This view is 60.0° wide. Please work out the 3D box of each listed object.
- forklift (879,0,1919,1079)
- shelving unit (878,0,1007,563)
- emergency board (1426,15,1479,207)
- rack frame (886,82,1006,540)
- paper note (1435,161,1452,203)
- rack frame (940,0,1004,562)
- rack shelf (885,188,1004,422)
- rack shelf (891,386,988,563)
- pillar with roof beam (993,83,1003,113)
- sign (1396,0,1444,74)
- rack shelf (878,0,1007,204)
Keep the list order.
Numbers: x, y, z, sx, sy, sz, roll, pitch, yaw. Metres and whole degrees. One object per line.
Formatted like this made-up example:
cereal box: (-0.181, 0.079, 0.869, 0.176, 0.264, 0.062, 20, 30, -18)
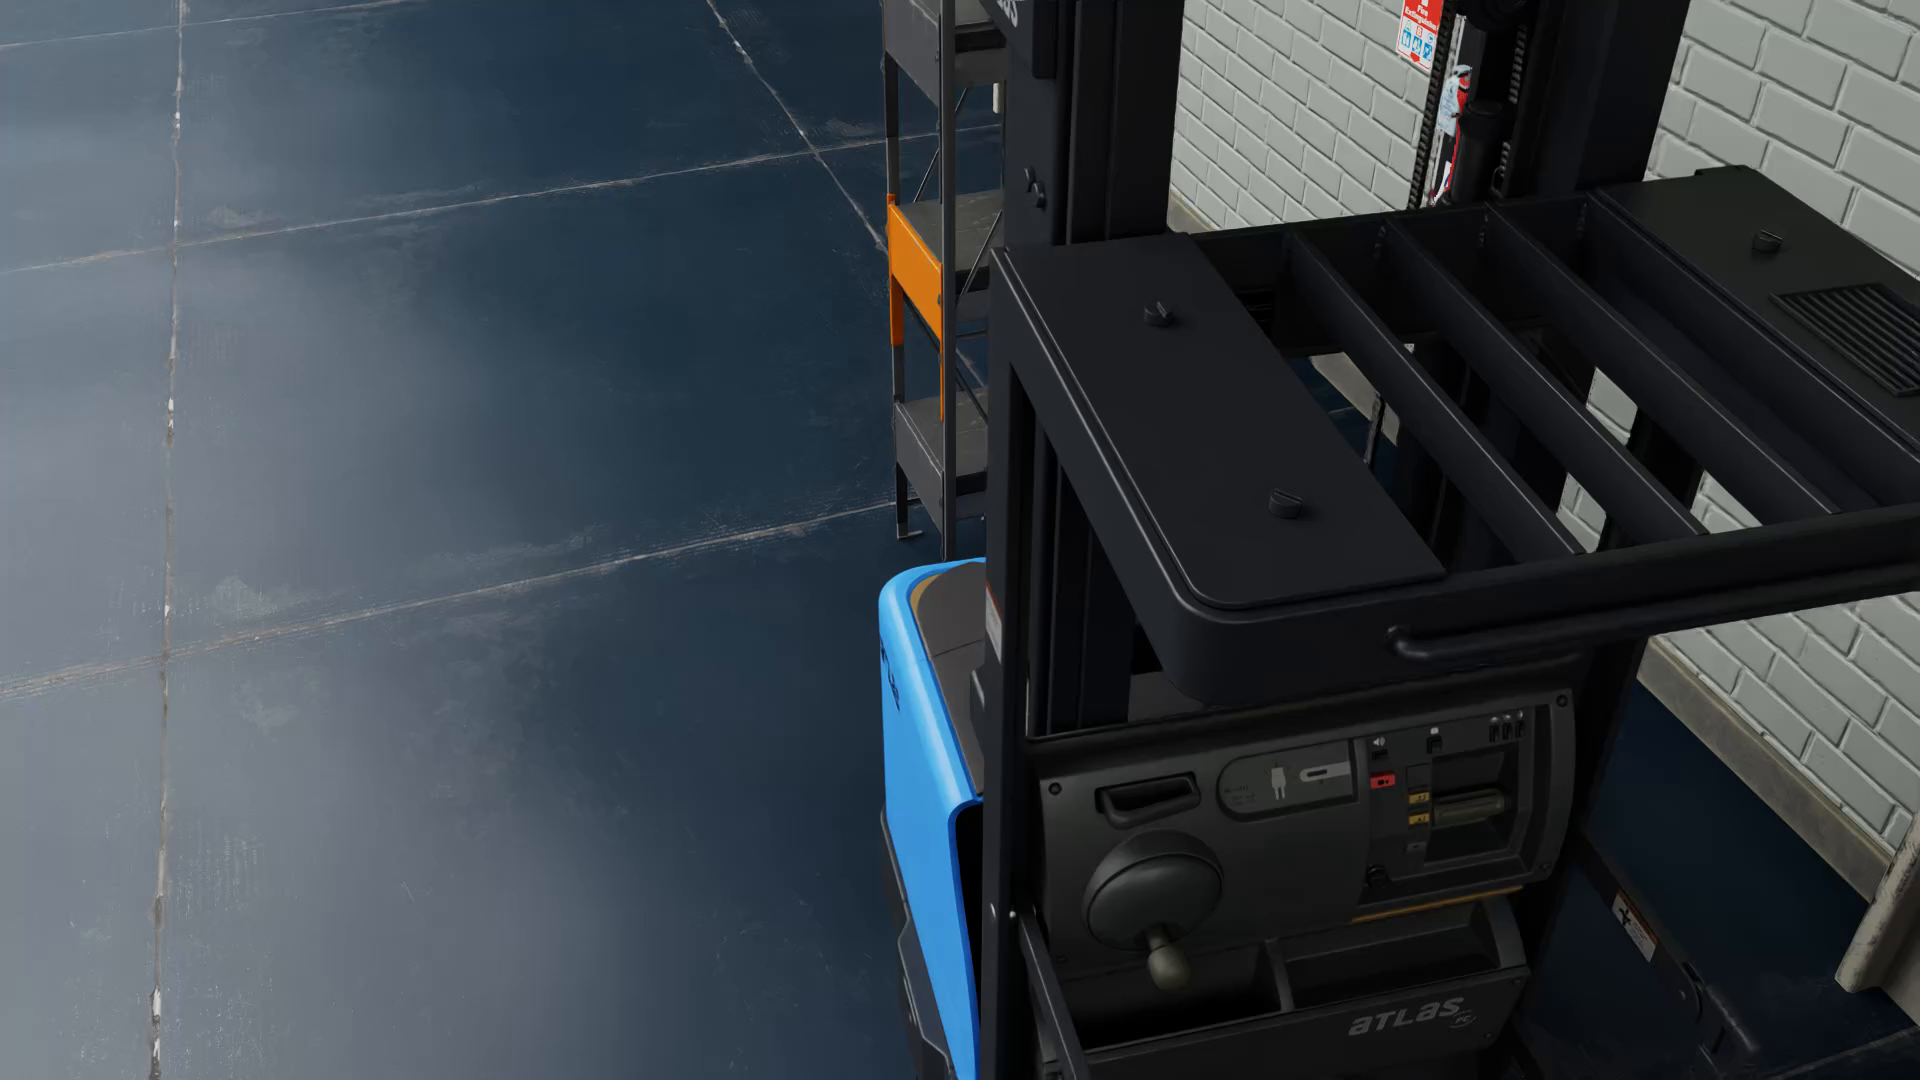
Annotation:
forklift: (0.635, 0.553, 2.580, 1.130, 2.935, 3.031, -8, 38, -11)
shelving unit: (0.057, -0.745, 4.994, 0.431, 2.100, 0.503, -12, 39, -16)
emergency board: (1.636, -1.403, 5.119, 0.194, 1.169, 0.643, -12, 39, -16)
rack frame: (-0.027, -0.883, 5.177, 0.400, 2.100, 0.015, -12, 39, -16)
paper note: (1.640, -1.165, 5.536, 0.016, 0.148, 0.142, -12, 39, -16)
rack frame: (0.141, -0.607, 4.811, 0.400, 2.100, 0.015, -12, 39, -16)
rack shelf: (0.057, -0.734, 5.002, 0.431, 0.518, 0.480, -12, 39, -16)
rack shelf: (0.057, -0.175, 5.423, 0.431, 0.518, 0.480, -12, 39, -16)
pillar with roof beam: (-3.656, -4.893, 4.767, 9.100, 9.000, 0.400, -12, 39, -16)
sign: (1.542, -1.751, 5.551, 0.001, 0.329, 0.234, -12, 39, -16)
rack shelf: (0.057, -1.293, 4.581, 0.431, 0.518, 0.480, -12, 39, -16)
